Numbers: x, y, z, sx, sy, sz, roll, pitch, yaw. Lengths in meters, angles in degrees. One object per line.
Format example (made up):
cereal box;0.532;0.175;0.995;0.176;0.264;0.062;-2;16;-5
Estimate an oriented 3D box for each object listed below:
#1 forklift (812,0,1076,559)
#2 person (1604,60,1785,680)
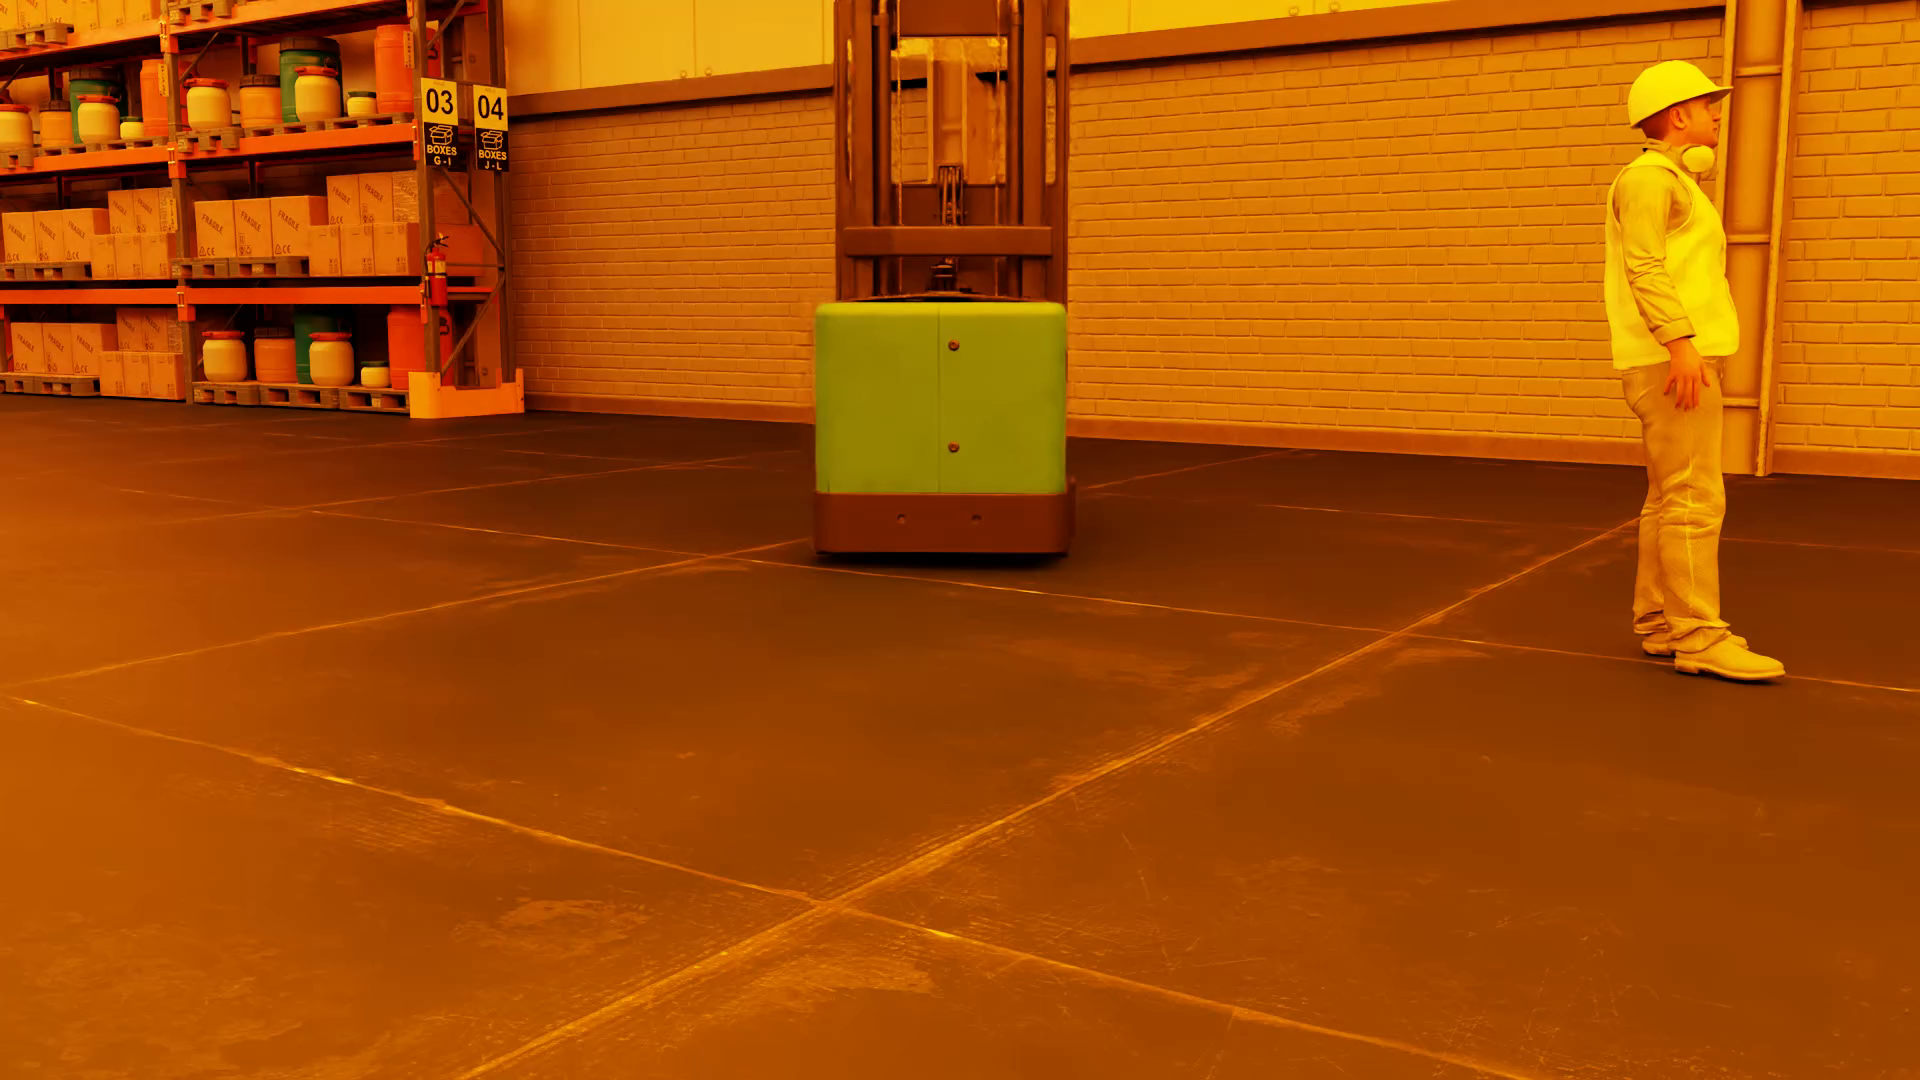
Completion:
forklift;-0.029;-1.541;8.032;1.130;2.935;3.031;0;8;2
person;2.206;-0.526;4.946;0.568;1.774;0.633;4;9;27
